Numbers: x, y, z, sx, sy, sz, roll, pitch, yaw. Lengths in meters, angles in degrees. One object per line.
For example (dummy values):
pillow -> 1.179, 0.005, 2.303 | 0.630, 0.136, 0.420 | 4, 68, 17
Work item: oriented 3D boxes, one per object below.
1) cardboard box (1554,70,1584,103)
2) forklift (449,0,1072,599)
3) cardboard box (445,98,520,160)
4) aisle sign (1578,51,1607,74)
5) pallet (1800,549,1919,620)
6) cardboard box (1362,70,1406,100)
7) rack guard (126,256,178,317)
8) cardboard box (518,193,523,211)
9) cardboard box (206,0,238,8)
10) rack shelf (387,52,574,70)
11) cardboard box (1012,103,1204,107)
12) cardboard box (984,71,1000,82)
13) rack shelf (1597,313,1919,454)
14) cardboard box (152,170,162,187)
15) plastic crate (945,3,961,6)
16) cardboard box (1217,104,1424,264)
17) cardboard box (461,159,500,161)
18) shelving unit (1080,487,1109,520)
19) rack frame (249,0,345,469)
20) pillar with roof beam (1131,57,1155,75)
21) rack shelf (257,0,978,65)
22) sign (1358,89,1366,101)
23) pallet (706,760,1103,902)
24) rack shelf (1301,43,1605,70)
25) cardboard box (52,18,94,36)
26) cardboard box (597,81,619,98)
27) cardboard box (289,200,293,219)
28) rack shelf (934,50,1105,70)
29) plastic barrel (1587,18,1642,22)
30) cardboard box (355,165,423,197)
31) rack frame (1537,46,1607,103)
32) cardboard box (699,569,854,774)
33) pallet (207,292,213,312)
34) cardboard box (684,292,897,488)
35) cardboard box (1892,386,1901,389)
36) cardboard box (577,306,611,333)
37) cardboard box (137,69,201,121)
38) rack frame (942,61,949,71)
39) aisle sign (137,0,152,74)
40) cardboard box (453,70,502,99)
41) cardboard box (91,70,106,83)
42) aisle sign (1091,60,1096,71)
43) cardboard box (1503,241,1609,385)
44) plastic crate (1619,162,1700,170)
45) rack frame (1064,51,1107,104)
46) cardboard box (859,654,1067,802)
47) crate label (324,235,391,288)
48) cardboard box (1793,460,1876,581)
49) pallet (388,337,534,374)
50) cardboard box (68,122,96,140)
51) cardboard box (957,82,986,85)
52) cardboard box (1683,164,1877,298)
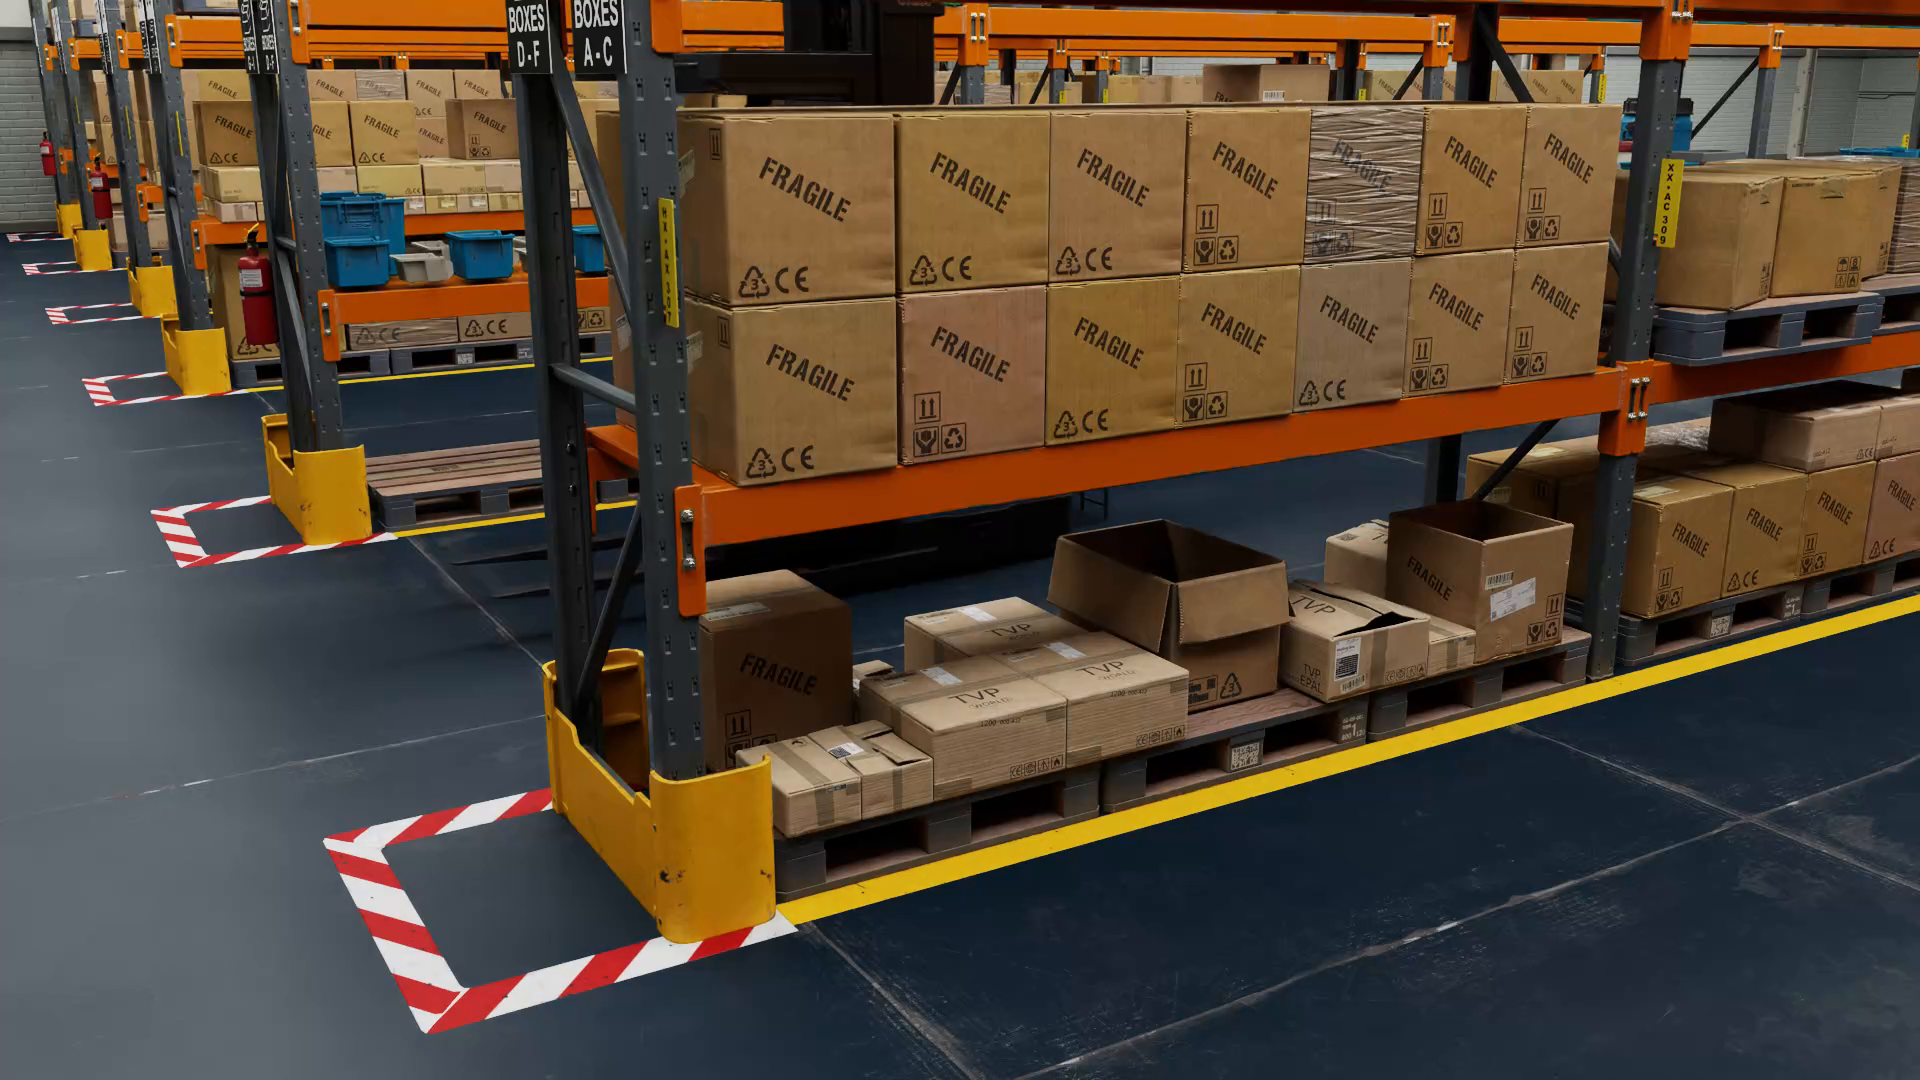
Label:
cardboard box -> 7.236, -5.482, 20.321 | 0.500, 0.500, 0.500 | -9, 18, -30
forklift -> -0.932, -1.247, 7.929 | 3.031, 2.935, 1.130 | -10, 19, -32
cardboard box -> -4.118, -3.560, 14.388 | 0.500, 0.500, 0.500 | -10, 18, -31
aisle sign -> 7.788, -6.134, 20.418 | 0.004, 0.787, 0.394 | -9, 18, -30
pallet -> 4.117, 0.068, 8.277 | 1.213, 0.211, 1.003 | -9, 18, -30
cardboard box -> 4.668, -5.064, 18.827 | 0.500, 0.500, 0.500 | -9, 18, -30
rack guard -> -8.537, -2.687, 17.571 | 0.348, 0.500, 1.175 | -9, 18, -30
cardboard box -> -3.681, -2.893, 14.137 | 0.250, 0.149, 0.380 | -9, 18, -29
cardboard box -> -7.645, -5.567, 17.007 | 0.500, 0.250, 0.500 | -9, 18, -30
rack shelf -> -6.095, -6.944, 23.899 | 4.000, 0.370, 1.077 | -9, 18, -30
cardboard box -> 0.519, -1.296, 5.940 | 0.500, 0.500, 0.500 | -9, 18, -28
cardboard box -> 0.430, -7.493, 27.495 | 0.500, 0.500, 0.700 | -10, 18, -31
rack shelf -> 4.107, -0.914, 7.946 | 4.000, 0.370, 1.077 | -9, 18, -30
cardboard box -> -8.156, -3.729, 17.120 | 0.250, 0.149, 0.380 | -9, 18, -30
plastic crate -> -0.363, -3.342, 10.112 | 0.662, 0.188, 0.450 | -9, 18, -30
cardboard box -> 1.223, -1.240, 5.738 | 0.500, 0.500, 0.500 | -9, 18, -29
cardboard box -> -4.114, -3.200, 14.495 | 0.500, 0.250, 0.500 | -9, 18, -28
shelving unit -> 0.552, -0.679, 9.110 | 0.503, 1.200, 0.258 | -10, 19, -32
rack frame -> -3.584, -1.573, 8.964 | 0.127, 3.000, 1.000 | -9, 18, -30
pillar with roof beam -> 6.216, -11.222, 32.272 | 0.400, 9.000, 9.100 | -9, 18, -30
rack shelf -> -1.869, -2.949, 9.648 | 4.000, 0.370, 1.077 | -9, 18, -30
sign -> 4.441, -4.817, 18.390 | 0.005, 0.325, 0.100 | -9, 18, -30
pallet -> -0.288, 0.795, 5.684 | 1.213, 0.211, 1.003 | -9, 18, -30
rack shelf -> 5.866, -5.763, 19.687 | 4.000, 0.370, 1.077 | -9, 18, -30
cardboard box -> -13.277, -7.673, 24.896 | 0.500, 0.250, 0.500 | -9, 18, -30
cardboard box -> -5.125, -6.448, 24.317 | 0.500, 0.500, 0.500 | -9, 18, -29
cardboard box -> -5.222, -2.643, 13.245 | 0.250, 0.149, 0.380 | -10, 18, -31
rack shelf -> -0.031, -6.369, 21.847 | 4.000, 0.370, 1.077 | -9, 18, -30
plastic barrel -> 5.257, -4.624, 13.362 | 0.708, 0.901, 0.600 | -9, 18, -30
cardboard box -> -4.709, -2.937, 13.557 | 0.500, 0.250, 0.500 | -10, 18, -32
rack frame -> 7.580, -4.943, 20.986 | 0.127, 3.000, 1.000 | -9, 18, -30
cardboard box -> -0.697, 0.433, 5.625 | 0.500, 0.500, 0.500 | -9, 18, -30
pallet -> -7.823, -2.653, 17.984 | 1.213, 0.211, 1.003 | -9, 18, -30
cardboard box -> -0.520, -0.475, 4.863 | 0.500, 0.500, 0.500 | -9, 18, -29
cardboard box -> 5.284, -0.550, 9.129 | 0.500, 0.500, 0.500 | -8, 18, -27
cardboard box -> -3.313, -2.381, 15.004 | 0.875, 0.875, 0.875 | -9, 18, -30
cardboard box -> -8.081, -4.554, 17.011 | 0.500, 0.500, 0.500 | -9, 18, -30
rack frame -> -0.083, -8.384, 33.261 | 0.127, 3.000, 1.000 | -9, 18, -30
aisle sign -> -6.351, -4.030, 12.913 | 0.004, 0.787, 0.394 | -9, 18, -30
cardboard box -> -5.437, -4.981, 18.535 | 0.500, 0.500, 0.500 | -10, 18, -32
cardboard box -> -10.791, -5.839, 20.943 | 0.250, 0.149, 0.380 | -9, 18, -29
aisle sign -> 2.370, -8.568, 29.101 | 0.004, 0.787, 0.394 | -9, 18, -30
cardboard box -> 2.096, -0.902, 6.384 | 0.500, 0.500, 0.500 | -9, 18, -29
plastic crate -> 5.917, -3.008, 14.113 | 0.575, 0.384, 0.392 | -9, 18, -30
rack frame -> 1.684, -5.549, 23.147 | 0.127, 3.000, 1.000 | -9, 18, -30
cardboard box -> 0.005, 0.606, 5.469 | 0.500, 0.250, 0.500 | -9, 18, -30
crate label -> -3.203, -1.479, 8.829 | 0.303, 0.233, 0.416 | -9, 18, -30
cardboard box -> 3.817, -0.146, 7.689 | 0.500, 0.500, 0.500 | -9, 18, -29
pallet -> -4.445, -1.674, 14.490 | 1.213, 0.211, 1.003 | -9, 18, -30
cardboard box -> -13.270, -6.231, 25.309 | 0.500, 0.250, 0.500 | -9, 18, -29
cardboard box -> -0.046, -5.796, 21.991 | 0.500, 0.500, 0.700 | -9, 18, -30
cardboard box -> 3.471, -1.357, 7.231 | 0.500, 0.500, 0.700 | -6, 17, -21
